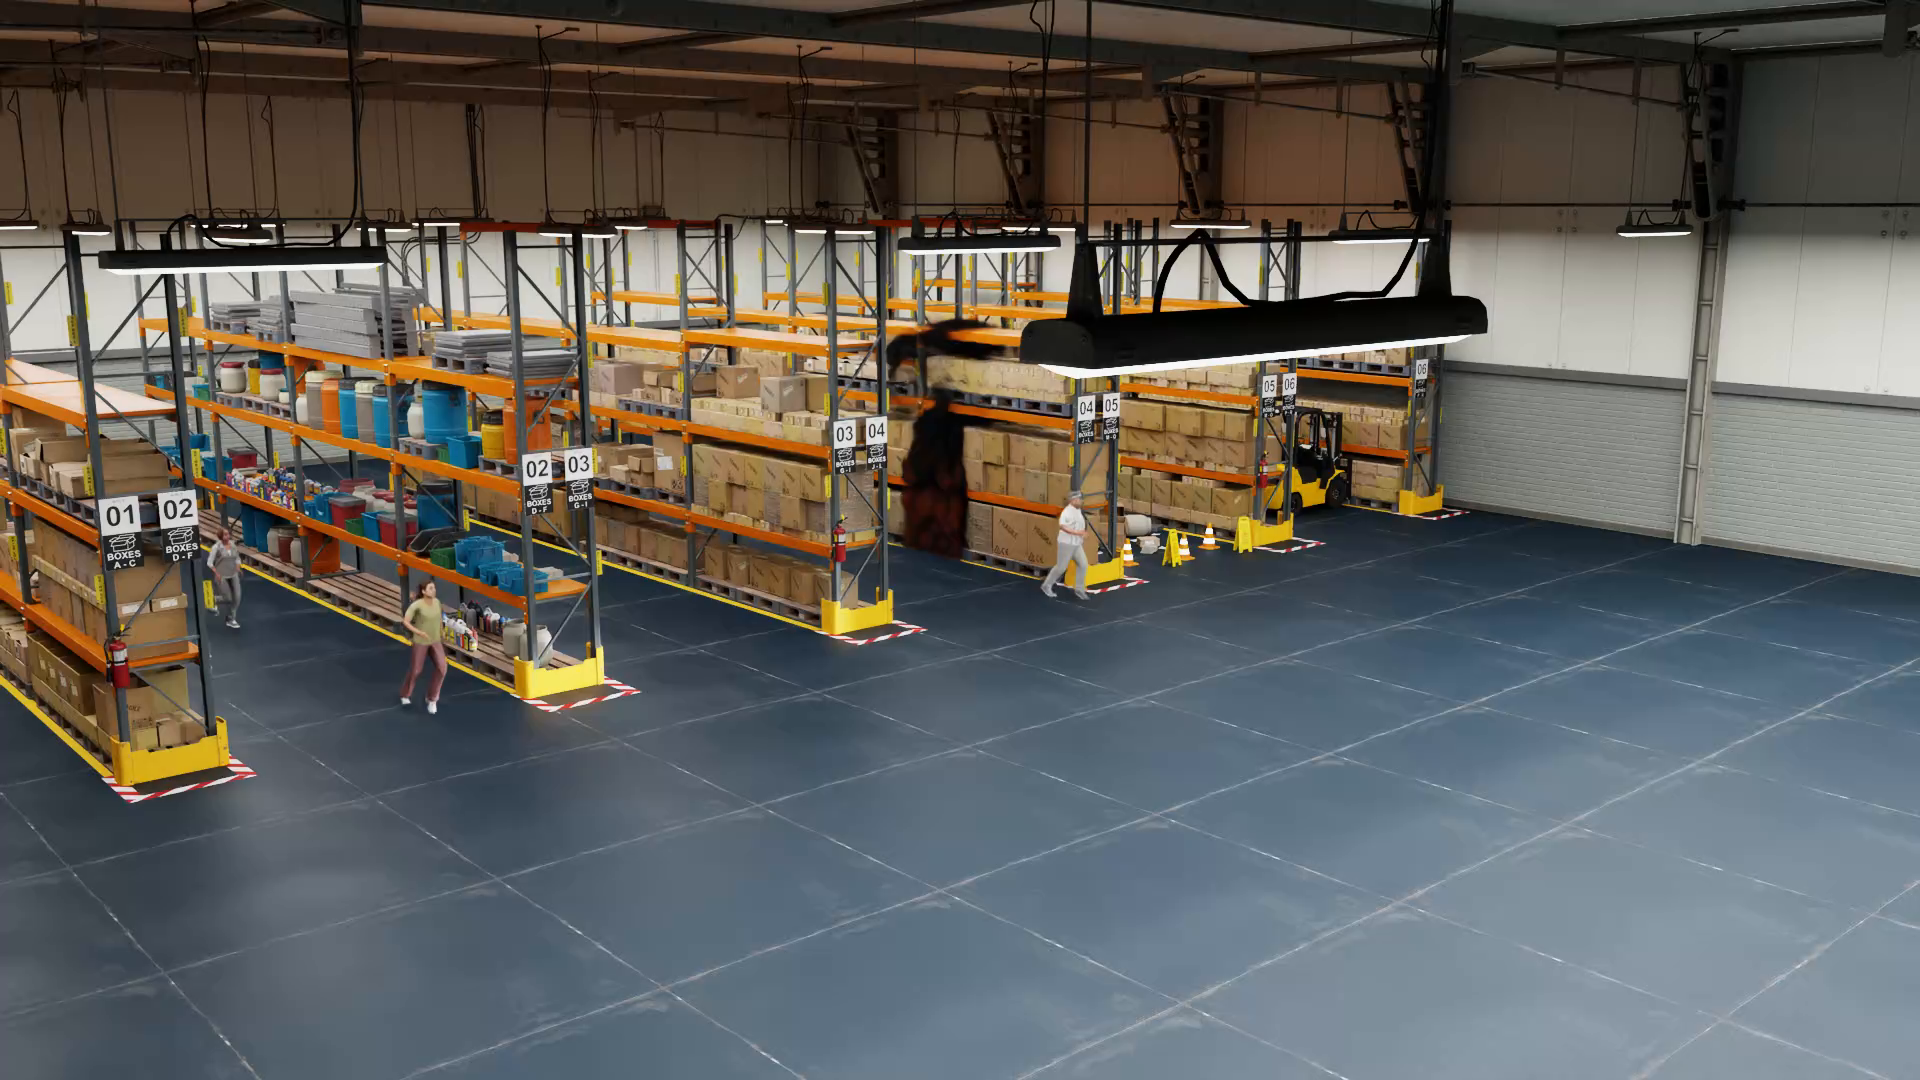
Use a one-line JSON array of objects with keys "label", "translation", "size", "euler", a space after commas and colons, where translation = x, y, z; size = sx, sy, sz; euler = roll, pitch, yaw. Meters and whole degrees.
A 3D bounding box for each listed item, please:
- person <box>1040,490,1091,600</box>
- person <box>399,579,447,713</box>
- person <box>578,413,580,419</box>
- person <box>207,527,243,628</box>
[{"label": "person", "translation": [1.779, 0.090, 27.079], "size": [0.807, 1.850, 0.697], "euler": [6, 13, 28]}, {"label": "person", "translation": [-6.788, 1.327, 21.179], "size": [0.686, 1.685, 0.644], "euler": [10, 15, 41]}, {"label": "person", "translation": [-8.555, -2.066, 37.785], "size": [0.683, 1.734, 0.822], "euler": [-8, 14, -33]}, {"label": "person", "translation": [-11.182, 0.558, 25.265], "size": [0.598, 1.540, 0.522], "euler": [8, 14, 35]}]
